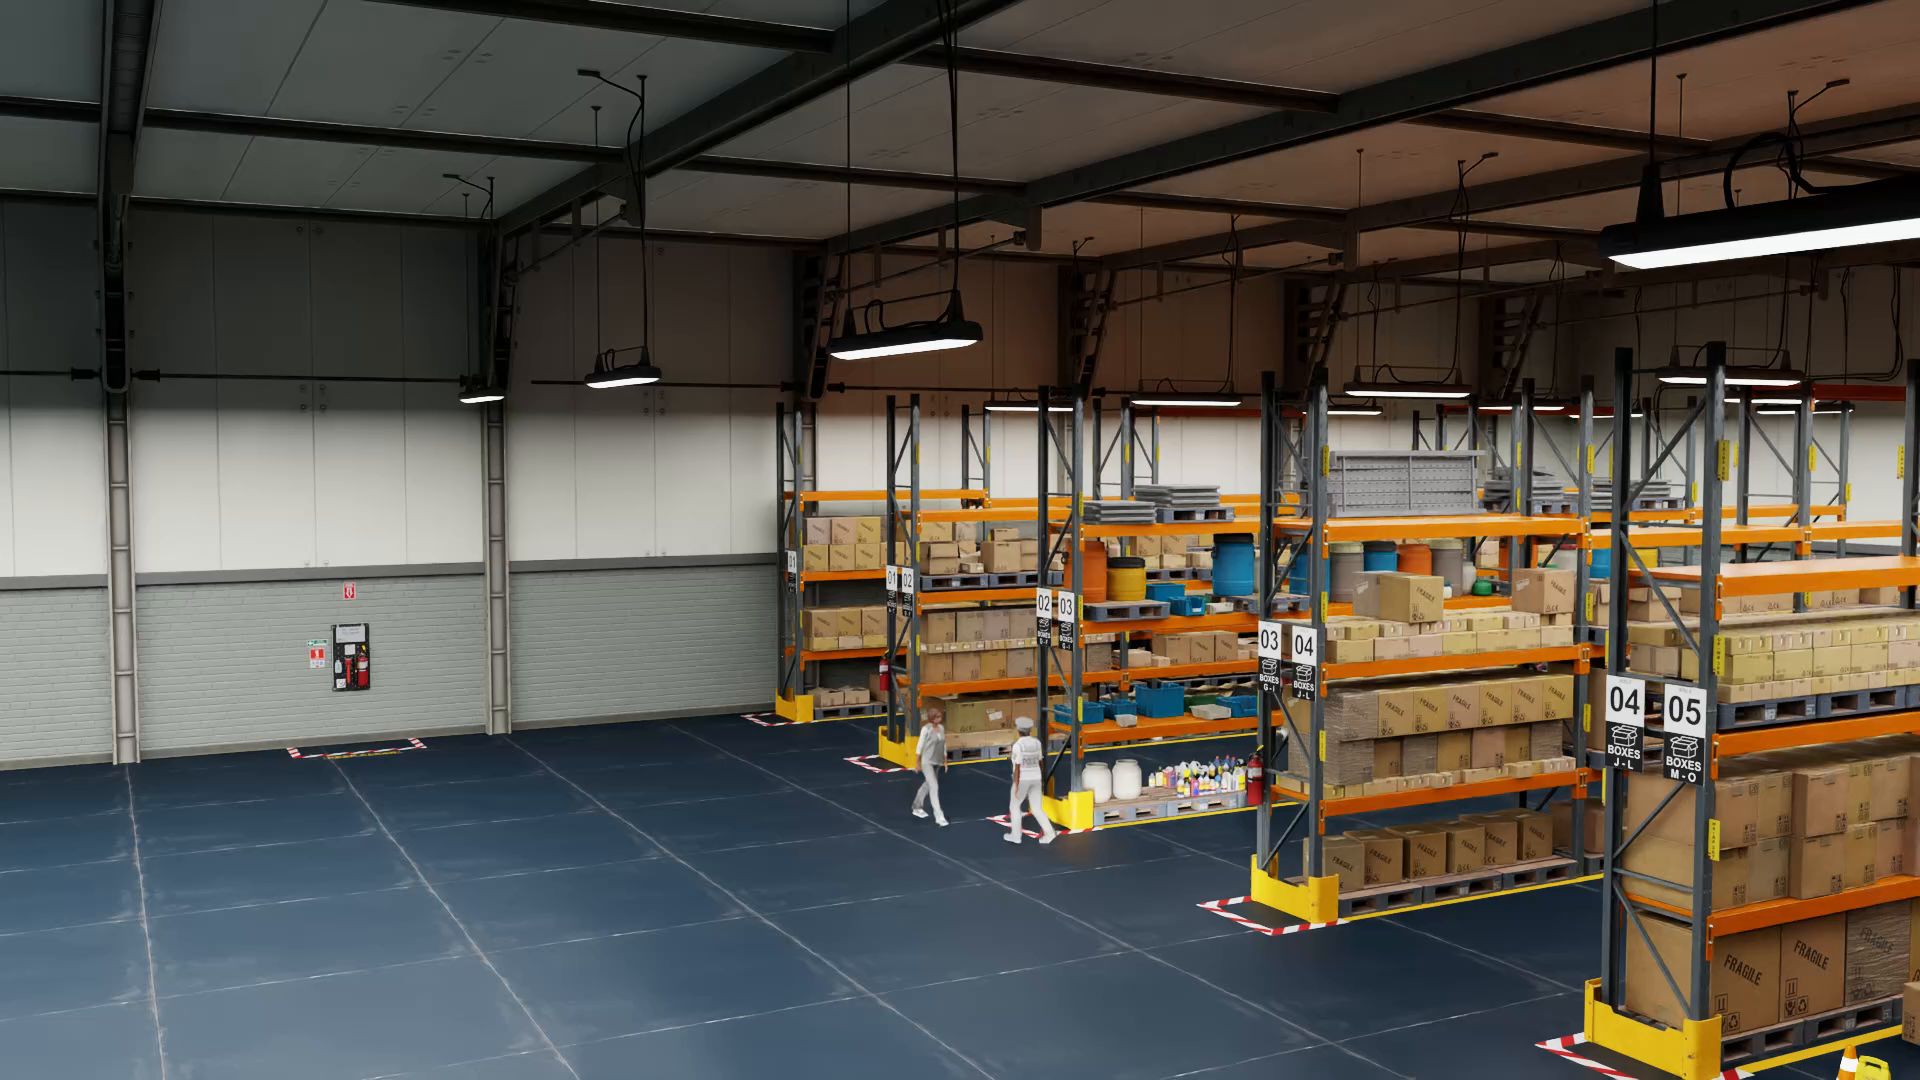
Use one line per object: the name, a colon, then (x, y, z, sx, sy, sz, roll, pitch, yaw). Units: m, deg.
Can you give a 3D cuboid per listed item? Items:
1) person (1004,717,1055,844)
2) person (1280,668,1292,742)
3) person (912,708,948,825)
person: (0.903, 3.114, 21.417, 0.466, 1.647, 0.923, -2, 4, -32)
person: (5.752, 2.697, 28.926, 0.491, 1.670, 0.495, -1, 3, -20)
person: (-0.370, 3.073, 22.838, 0.848, 1.551, 0.456, 3, 4, 40)
